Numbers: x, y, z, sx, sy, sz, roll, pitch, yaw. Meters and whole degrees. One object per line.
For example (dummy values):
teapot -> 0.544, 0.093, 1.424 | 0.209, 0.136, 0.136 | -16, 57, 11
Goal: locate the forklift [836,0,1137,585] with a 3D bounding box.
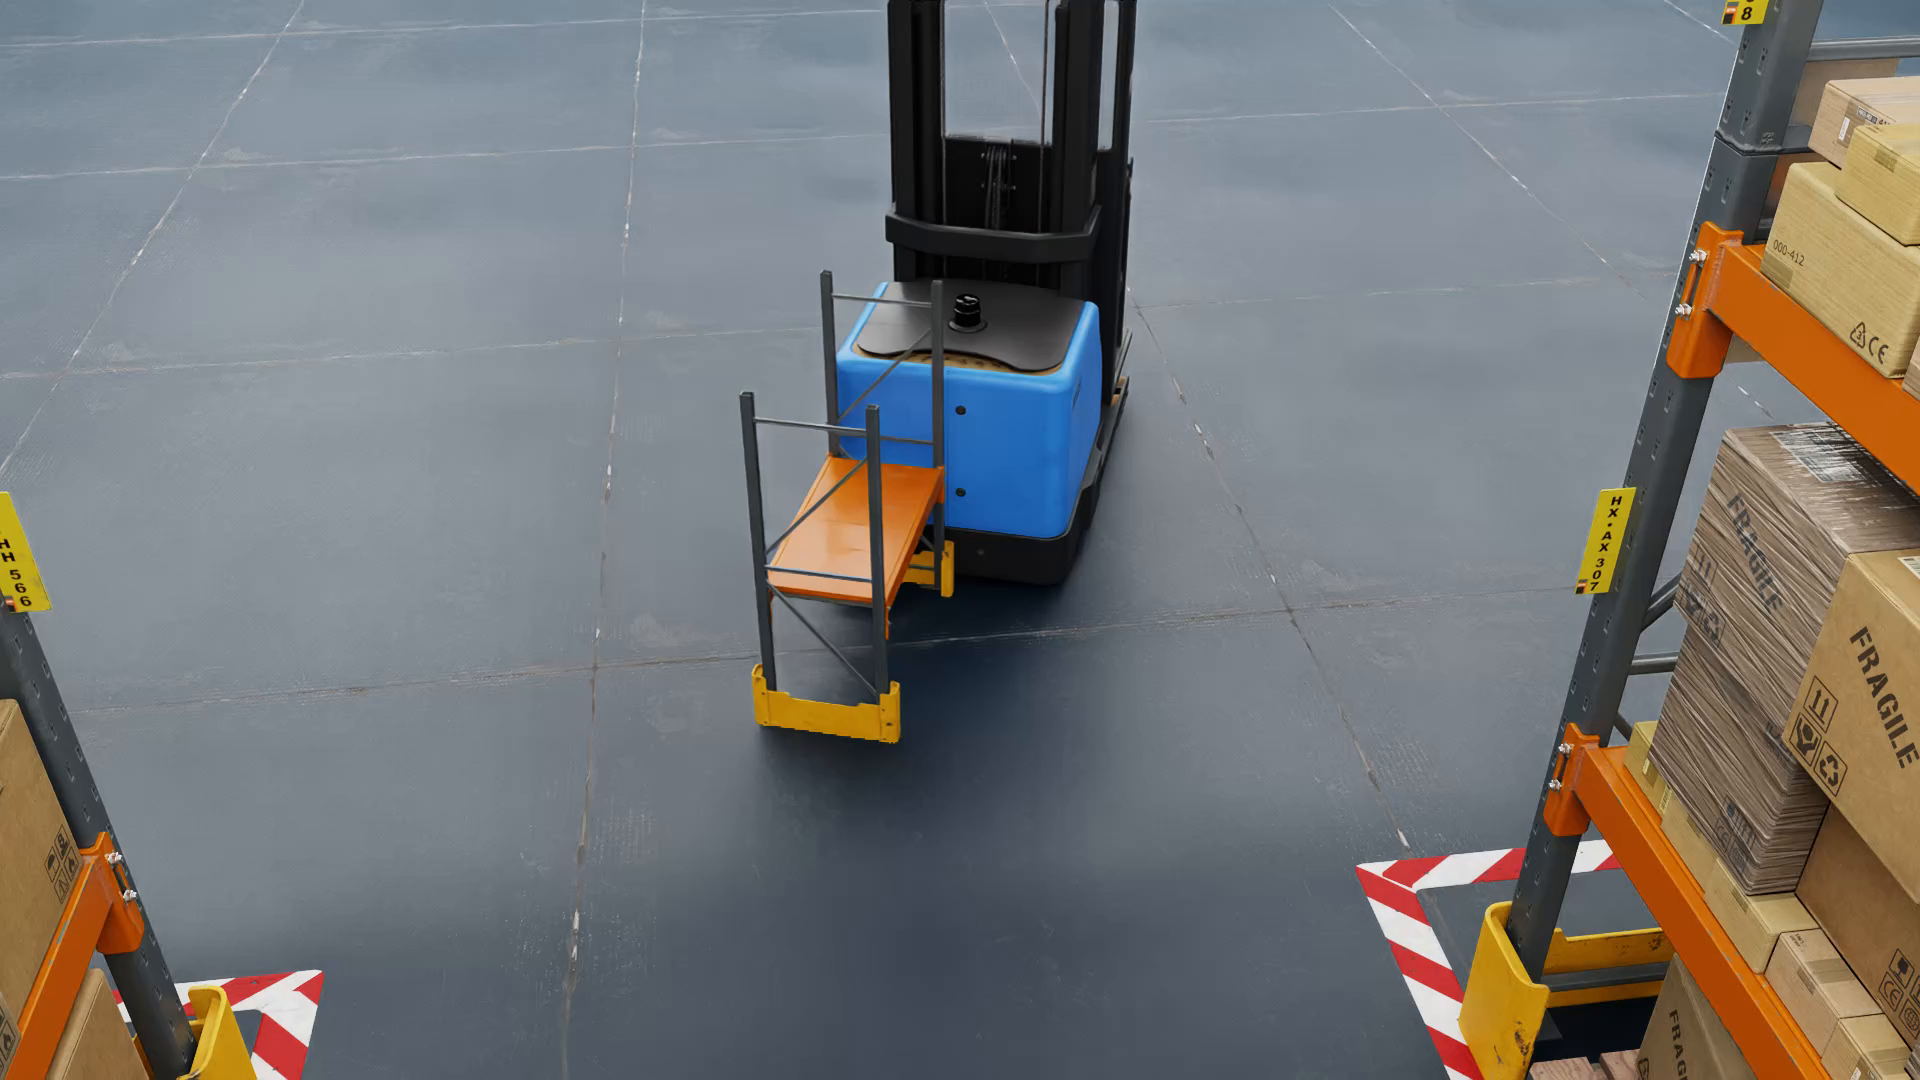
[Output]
forklift -> 0.276, -1.838, 7.845 | 1.130, 2.935, 3.031 | 7, 35, 10

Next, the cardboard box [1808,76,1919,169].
cardboard box -> 2.020, -0.849, 3.448 | 0.380, 0.149, 0.250 | -5, 35, -7

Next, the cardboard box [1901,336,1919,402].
cardboard box -> 2.096, -0.280, 2.967 | 0.500, 0.250, 0.500 | -5, 35, -7

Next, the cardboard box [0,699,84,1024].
cardboard box -> -2.622, 0.783, 3.805 | 0.875, 0.550, 0.550 | -4, 35, -6

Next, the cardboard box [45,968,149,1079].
cardboard box -> -2.560, 1.719, 4.078 | 0.875, 0.875, 0.875 | -4, 34, -6

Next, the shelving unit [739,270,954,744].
shelving unit -> -0.423, -0.143, 6.629 | 0.587, 1.500, 1.083 | 7, 35, 10

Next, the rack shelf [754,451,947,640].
rack shelf -> -0.421, 0.000, 6.737 | 0.538, 0.185, 1.000 | 7, 35, 10

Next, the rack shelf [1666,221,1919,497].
rack shelf -> 2.481, 0.496, 2.334 | 1.077, 0.370, 4.000 | -4, 35, -6

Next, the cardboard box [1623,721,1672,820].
cardboard box -> 2.014, 0.603, 4.425 | 0.380, 0.149, 0.250 | -4, 35, -6

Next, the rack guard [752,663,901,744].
rack guard -> -0.527, 0.647, 6.578 | 0.587, 0.250, 0.087 | 7, 35, 10

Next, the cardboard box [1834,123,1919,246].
cardboard box -> 1.959, -0.697, 3.225 | 0.380, 0.149, 0.250 | -4, 34, -5

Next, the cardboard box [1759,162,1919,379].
cardboard box -> 2.020, -0.567, 3.388 | 0.500, 0.250, 0.500 | -3, 34, -5

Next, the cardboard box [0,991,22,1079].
cardboard box -> -2.526, 1.088, 3.357 | 0.875, 0.550, 0.550 | -4, 35, -6

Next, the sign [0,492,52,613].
sign -> -2.177, 0.031, 3.802 | 0.100, 0.325, 0.005 | -4, 35, -6

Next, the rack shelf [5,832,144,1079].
rack shelf -> -2.448, 2.054, 2.711 | 1.077, 0.370, 4.000 | -4, 35, -6

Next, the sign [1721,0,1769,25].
sign -> 1.674, -1.238, 3.463 | 0.100, 0.325, 0.005 | -4, 35, -6

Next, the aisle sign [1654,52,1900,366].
aisle sign -> 1.906, -0.764, 3.899 | 0.394, 0.787, 0.004 | -4, 35, -6

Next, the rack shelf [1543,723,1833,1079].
rack shelf -> 2.481, 1.735, 3.179 | 1.077, 0.370, 4.000 | -4, 35, -6

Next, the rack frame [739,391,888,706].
rack frame -> -0.528, 0.131, 6.225 | 0.500, 1.500, 0.032 | 7, 35, 10

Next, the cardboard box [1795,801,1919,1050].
cardboard box -> 2.445, 0.737, 3.653 | 0.875, 0.500, 0.500 | -4, 35, -6

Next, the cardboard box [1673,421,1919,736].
cardboard box -> 2.016, 0.072, 3.740 | 0.500, 0.500, 0.500 | -4, 35, -6

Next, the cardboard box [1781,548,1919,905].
cardboard box -> 2.076, 0.352, 3.330 | 0.500, 0.500, 0.500 | -4, 35, -6

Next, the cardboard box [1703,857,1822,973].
cardboard box -> 2.047, 0.884, 4.012 | 0.380, 0.149, 0.250 | -4, 35, -6

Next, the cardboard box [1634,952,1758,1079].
cardboard box -> 2.279, 1.531, 4.687 | 0.500, 0.500, 0.500 | 2, 34, 2

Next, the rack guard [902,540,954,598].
rack guard -> -0.318, 0.099, 7.383 | 0.587, 0.250, 0.087 | 7, 35, 10

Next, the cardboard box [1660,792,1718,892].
cardboard box -> 2.028, 0.744, 4.218 | 0.380, 0.149, 0.250 | -4, 35, -6

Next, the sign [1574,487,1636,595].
sign -> 1.674, 0.005, 4.310 | 0.100, 0.325, 0.005 | -4, 35, -6

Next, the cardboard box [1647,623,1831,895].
cardboard box -> 2.258, 0.467, 4.049 | 0.875, 0.500, 0.500 | -4, 35, -6

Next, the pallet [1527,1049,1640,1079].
pallet -> 2.296, 1.973, 4.668 | 1.003, 0.211, 1.213 | -4, 35, -6

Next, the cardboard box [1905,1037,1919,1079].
cardboard box -> 2.469, 1.019, 3.238 | 0.875, 0.500, 0.500 | -4, 35, -6

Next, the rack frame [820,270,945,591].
rack frame -> -0.314, -0.428, 7.047 | 0.500, 1.500, 0.032 | 7, 35, 10

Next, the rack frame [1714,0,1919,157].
rack frame -> 2.212, -2.157, 2.925 | 1.000, 3.000, 0.127 | -4, 35, -6

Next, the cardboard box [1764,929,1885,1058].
cardboard box -> 2.101, 1.022, 3.809 | 0.380, 0.149, 0.250 | -4, 35, -6

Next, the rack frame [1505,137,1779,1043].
rack frame -> 2.212, 0.322, 4.614 | 1.000, 3.000, 0.127 | -4, 35, -6

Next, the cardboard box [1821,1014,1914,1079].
cardboard box -> 2.128, 1.162, 3.604 | 0.380, 0.149, 0.250 | -4, 35, -6

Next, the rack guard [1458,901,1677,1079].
rack guard -> 2.222, 1.397, 5.256 | 1.175, 0.500, 0.348 | -4, 35, -6

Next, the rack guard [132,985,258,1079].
rack guard -> -2.720, 1.661, 4.869 | 1.175, 0.500, 0.348 | -4, 35, -6
